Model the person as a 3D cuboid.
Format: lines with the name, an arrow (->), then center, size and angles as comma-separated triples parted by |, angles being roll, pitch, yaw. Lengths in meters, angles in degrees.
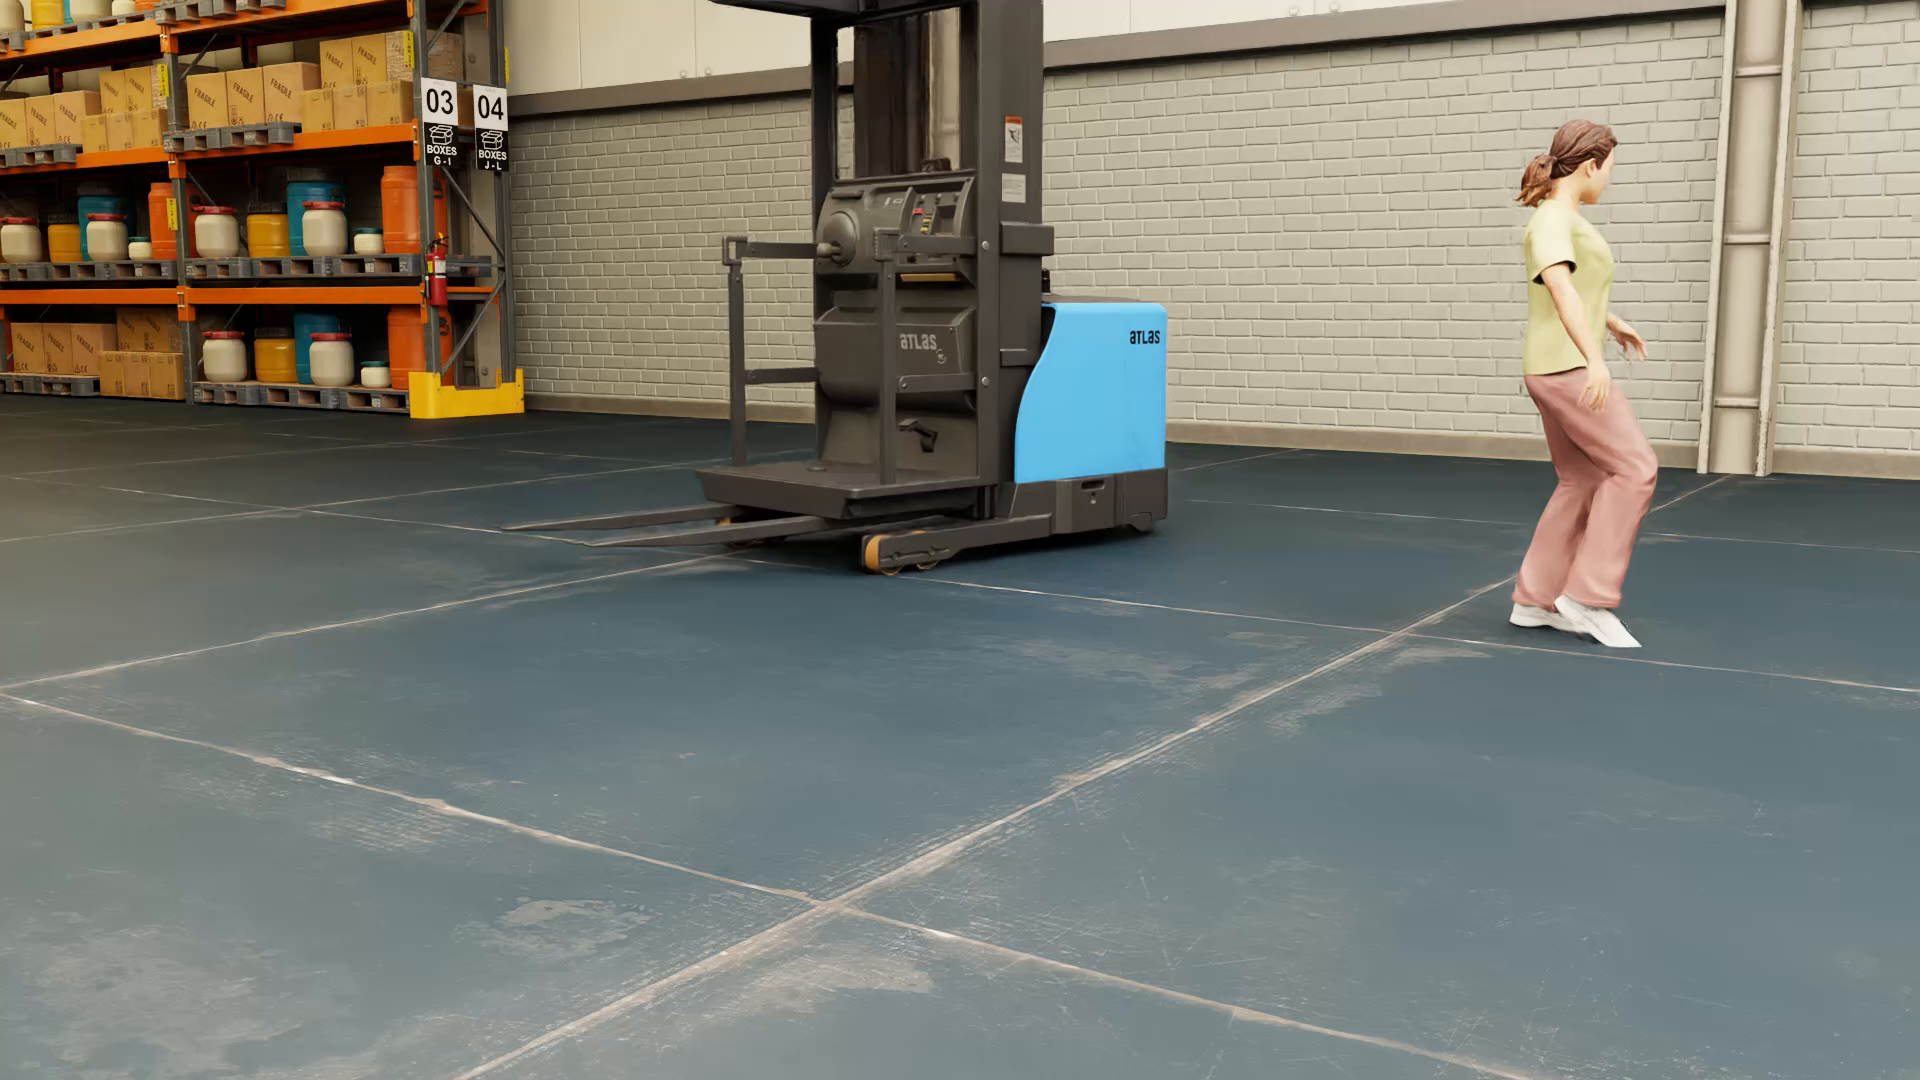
person -> 2.014, -0.501, 5.384 | 0.477, 1.690, 0.826 | 3, 9, 22

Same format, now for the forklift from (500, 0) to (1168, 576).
forklift -> -0.438, -1.391, 6.977 | 3.031, 2.935, 1.130 | -8, 11, -43
